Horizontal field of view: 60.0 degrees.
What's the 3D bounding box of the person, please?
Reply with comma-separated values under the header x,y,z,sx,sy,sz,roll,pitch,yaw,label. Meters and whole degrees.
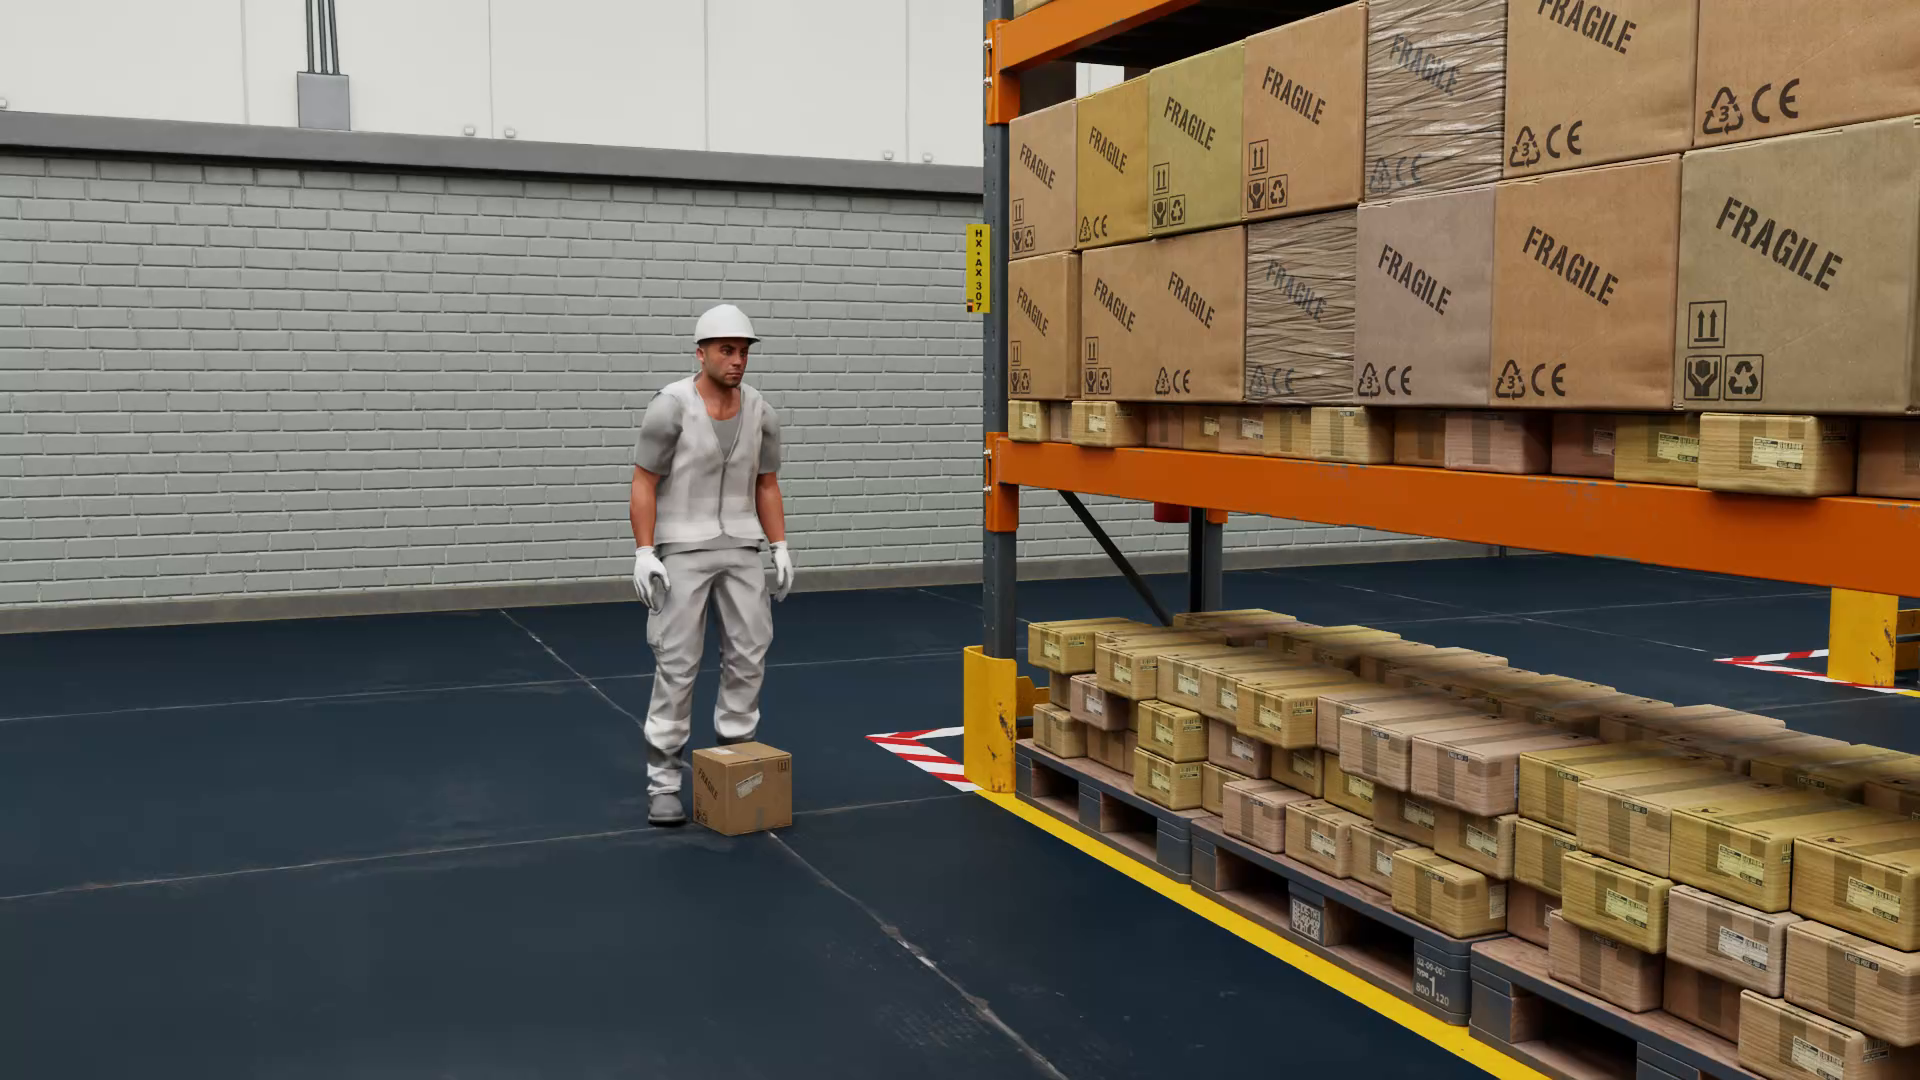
x,y,z,sx,sy,sz,roll,pitch,yaw,label
-0.863,0.072,5.835,0.620,1.780,0.446,-4,6,-34,person
